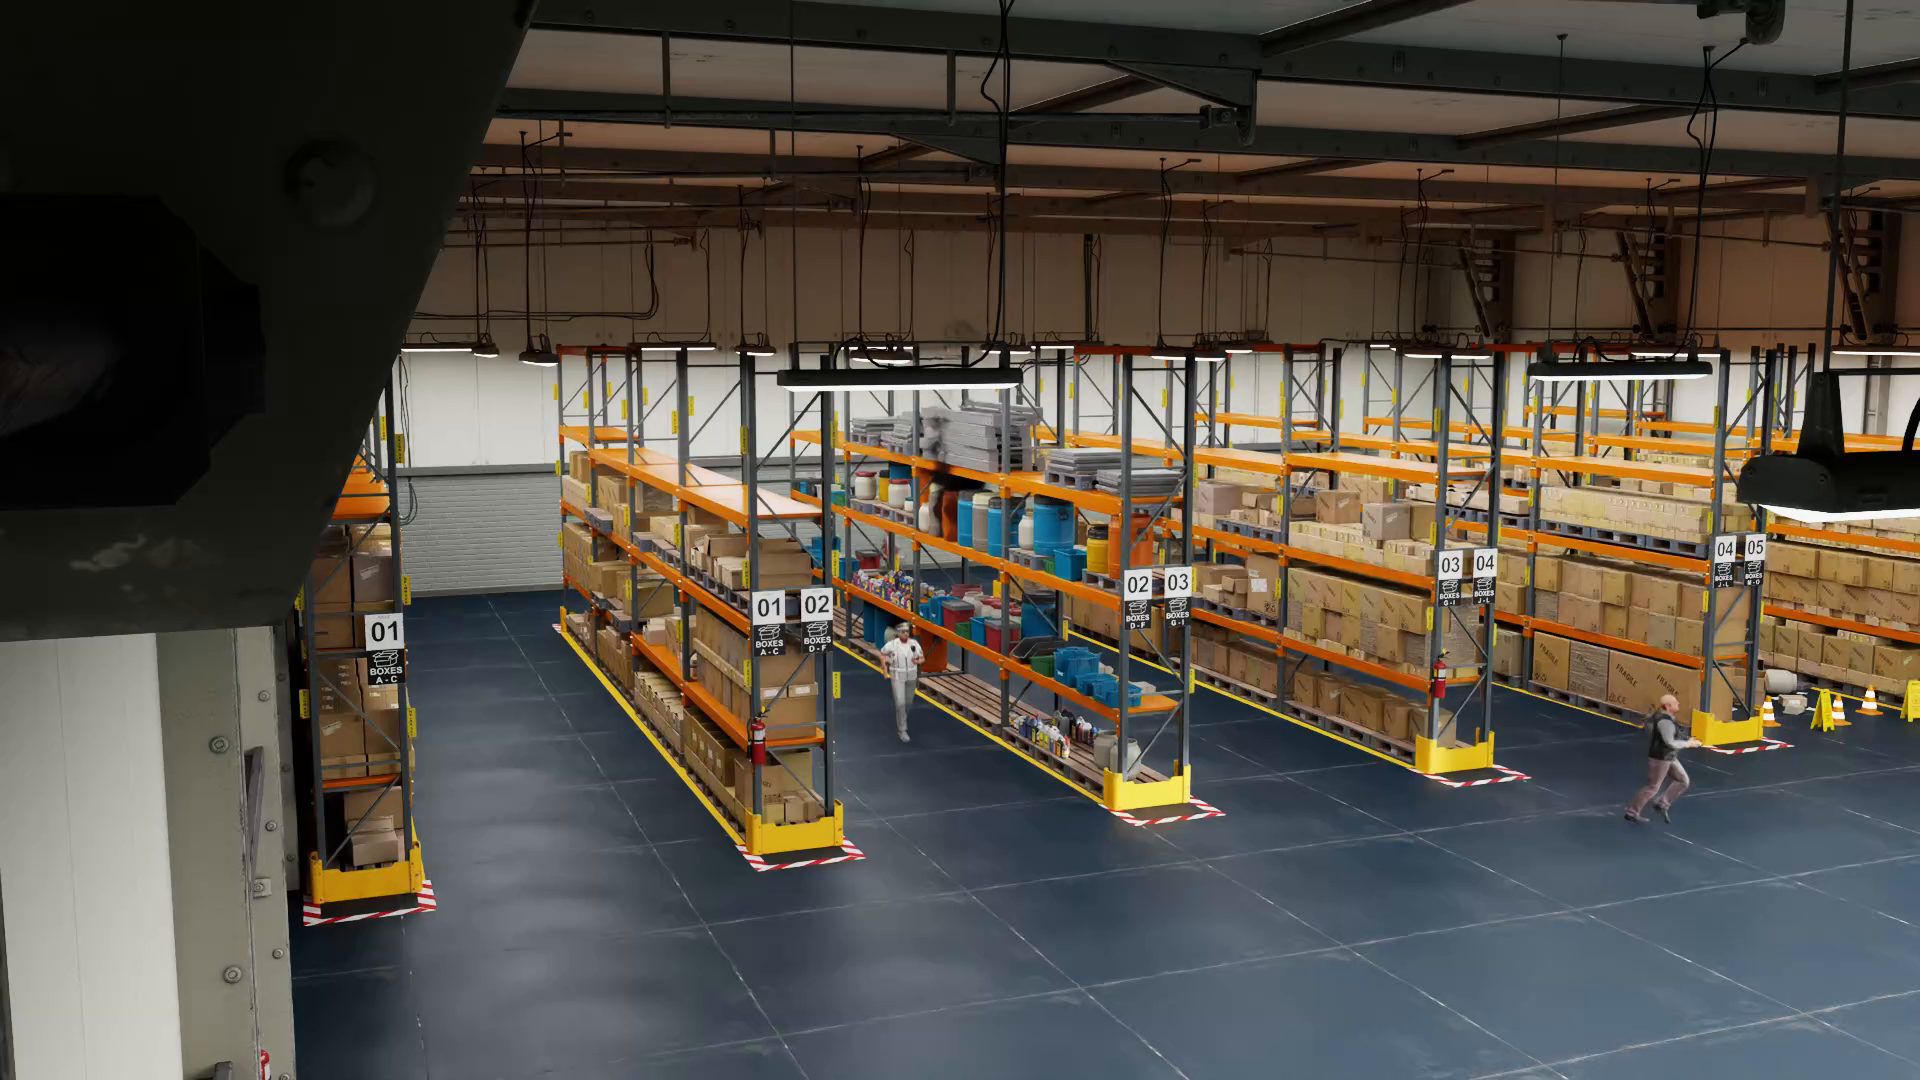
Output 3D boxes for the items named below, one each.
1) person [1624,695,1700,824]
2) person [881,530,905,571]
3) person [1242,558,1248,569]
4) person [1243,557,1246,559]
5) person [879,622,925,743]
[{"bbox_3d":[8.956,2.795,21.186,0.853,1.697,0.664,3,8,23],"label":"person"},{"bbox_3d":[-1.596,0.508,39.095,0.593,1.741,0.655,-1,7,-6],"label":"person"},{"bbox_3d":[5.954,1.146,34.797,0.534,1.553,0.557,-4,8,-29],"label":"person"},{"bbox_3d":[7.407,0.146,42.367,0.613,1.624,0.611,-2,8,-16],"label":"person"},{"bbox_3d":[-0.870,2.159,25.813,0.653,1.795,0.902,-3,8,-20],"label":"person"}]
